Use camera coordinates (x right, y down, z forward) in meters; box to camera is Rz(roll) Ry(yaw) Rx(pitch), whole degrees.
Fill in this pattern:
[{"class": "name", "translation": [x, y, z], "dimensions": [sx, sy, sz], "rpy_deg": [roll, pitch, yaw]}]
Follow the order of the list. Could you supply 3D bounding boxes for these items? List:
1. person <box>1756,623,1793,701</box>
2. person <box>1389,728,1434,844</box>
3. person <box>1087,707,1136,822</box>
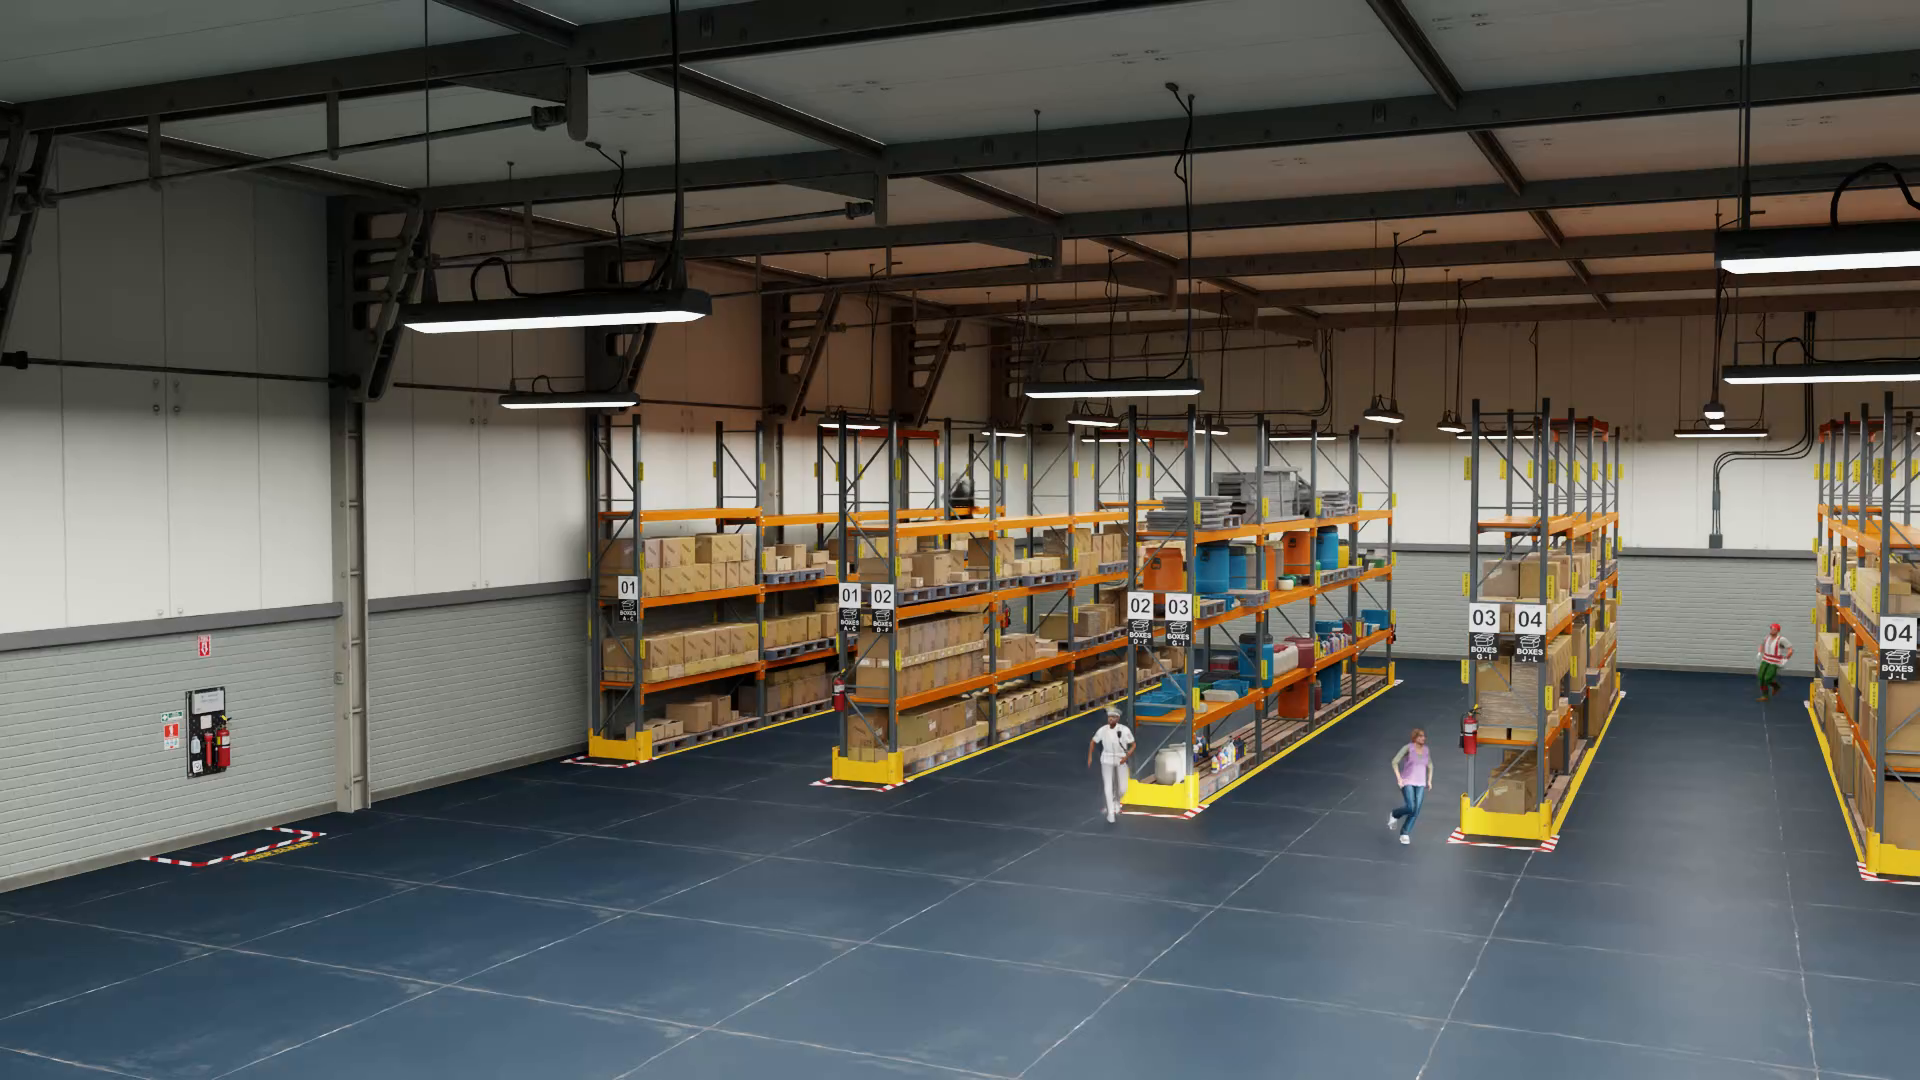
[{"class": "person", "translation": [17.701, 2.663, 36.162], "dimensions": [0.561, 1.715, 0.750], "rpy_deg": [-1, 3, -28]}, {"class": "person", "translation": [6.152, 3.311, 22.522], "dimensions": [0.576, 1.526, 0.528], "rpy_deg": [0, 2, -11]}, {"class": "person", "translation": [2.178, 3.216, 23.908], "dimensions": [0.713, 1.649, 0.483], "rpy_deg": [0, 2, 2]}]
